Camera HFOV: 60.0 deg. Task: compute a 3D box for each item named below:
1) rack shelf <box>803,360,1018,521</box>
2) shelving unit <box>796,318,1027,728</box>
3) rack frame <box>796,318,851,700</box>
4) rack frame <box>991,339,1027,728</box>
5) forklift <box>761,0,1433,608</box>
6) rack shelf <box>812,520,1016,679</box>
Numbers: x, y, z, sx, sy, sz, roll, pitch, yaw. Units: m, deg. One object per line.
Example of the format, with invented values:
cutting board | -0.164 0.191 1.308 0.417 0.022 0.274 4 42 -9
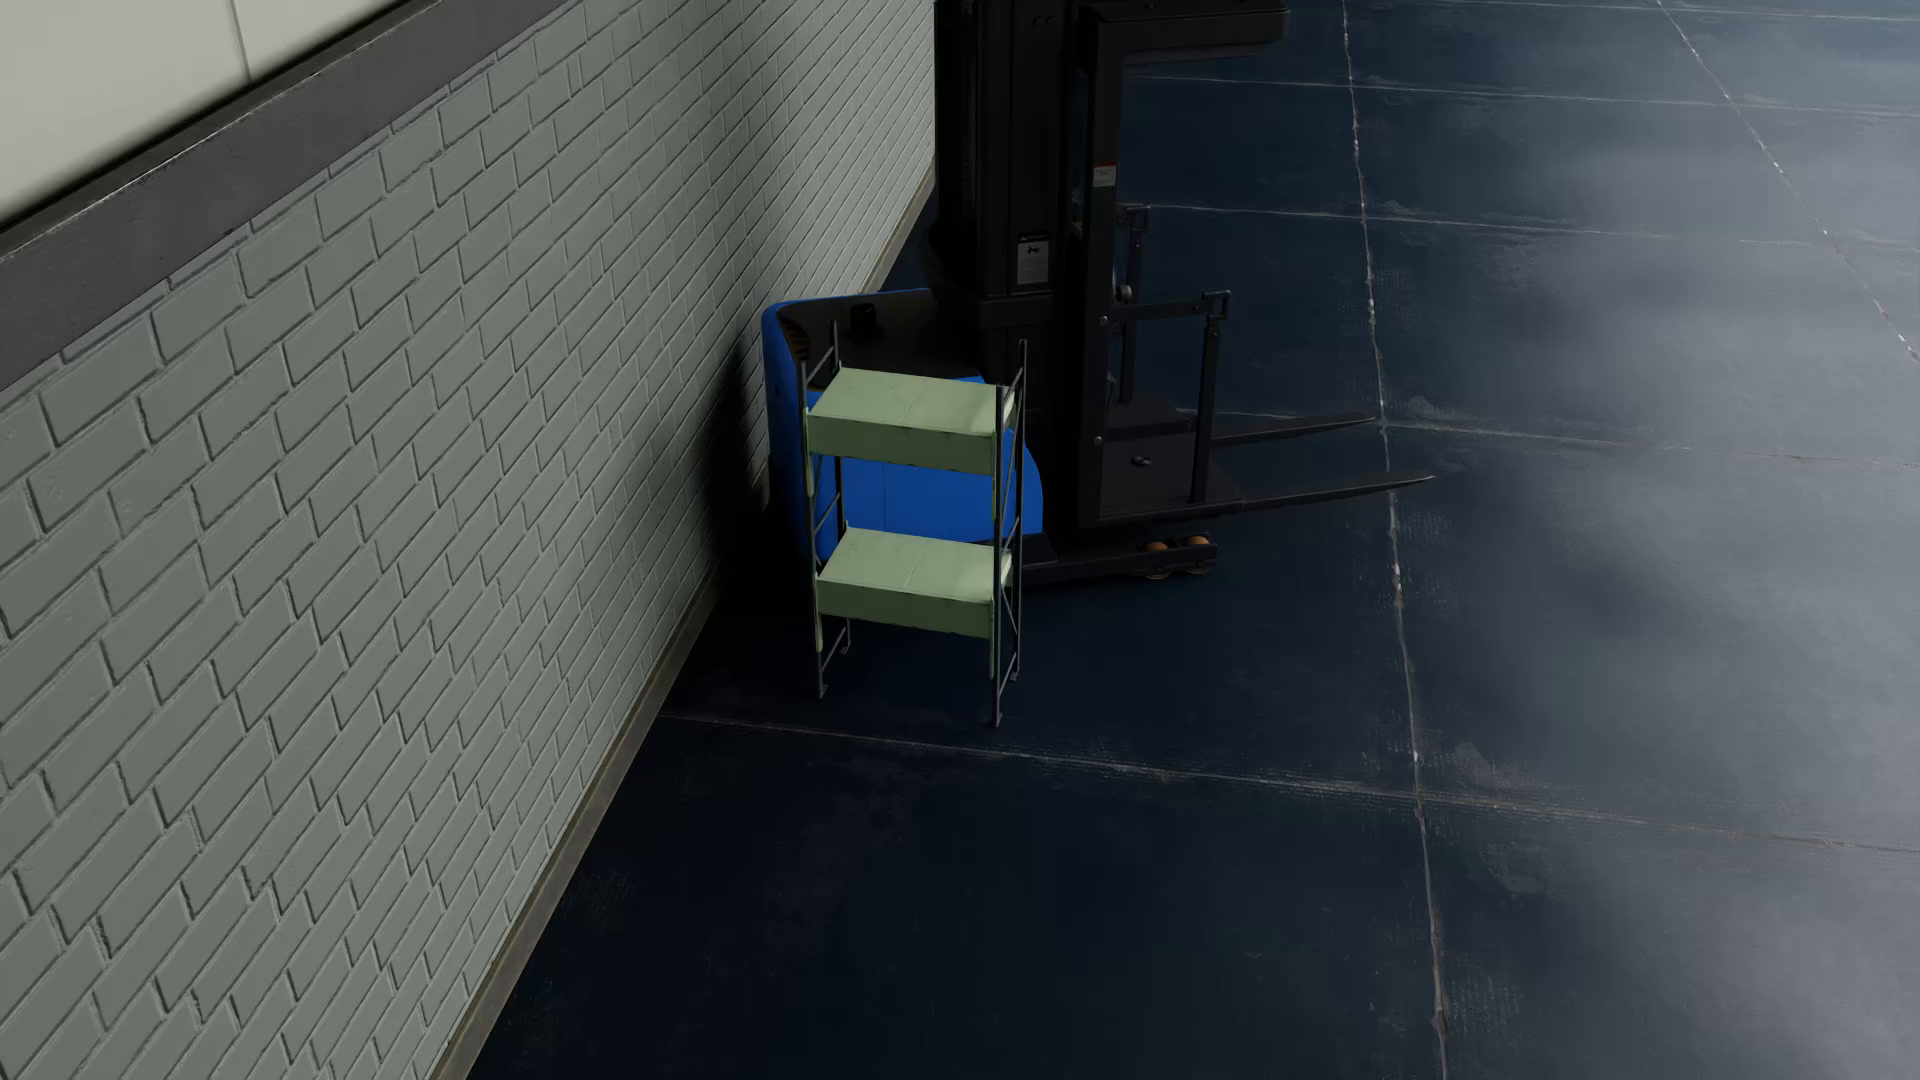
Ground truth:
rack shelf | -0.170 -0.377 6.203 0.720 0.370 0.431 8 33 12
shelving unit | -0.170 -0.046 6.411 0.755 1.500 0.431 8 33 12
rack frame | -0.524 -0.095 6.488 0.023 1.500 0.400 8 33 12
rack frame | 0.185 0.002 6.333 0.023 1.500 0.400 8 33 12
forklift | 0.675 -1.330 7.112 3.031 2.935 1.130 -7 33 -12
rack shelf | -0.170 0.230 6.584 0.720 0.370 0.431 8 33 12
